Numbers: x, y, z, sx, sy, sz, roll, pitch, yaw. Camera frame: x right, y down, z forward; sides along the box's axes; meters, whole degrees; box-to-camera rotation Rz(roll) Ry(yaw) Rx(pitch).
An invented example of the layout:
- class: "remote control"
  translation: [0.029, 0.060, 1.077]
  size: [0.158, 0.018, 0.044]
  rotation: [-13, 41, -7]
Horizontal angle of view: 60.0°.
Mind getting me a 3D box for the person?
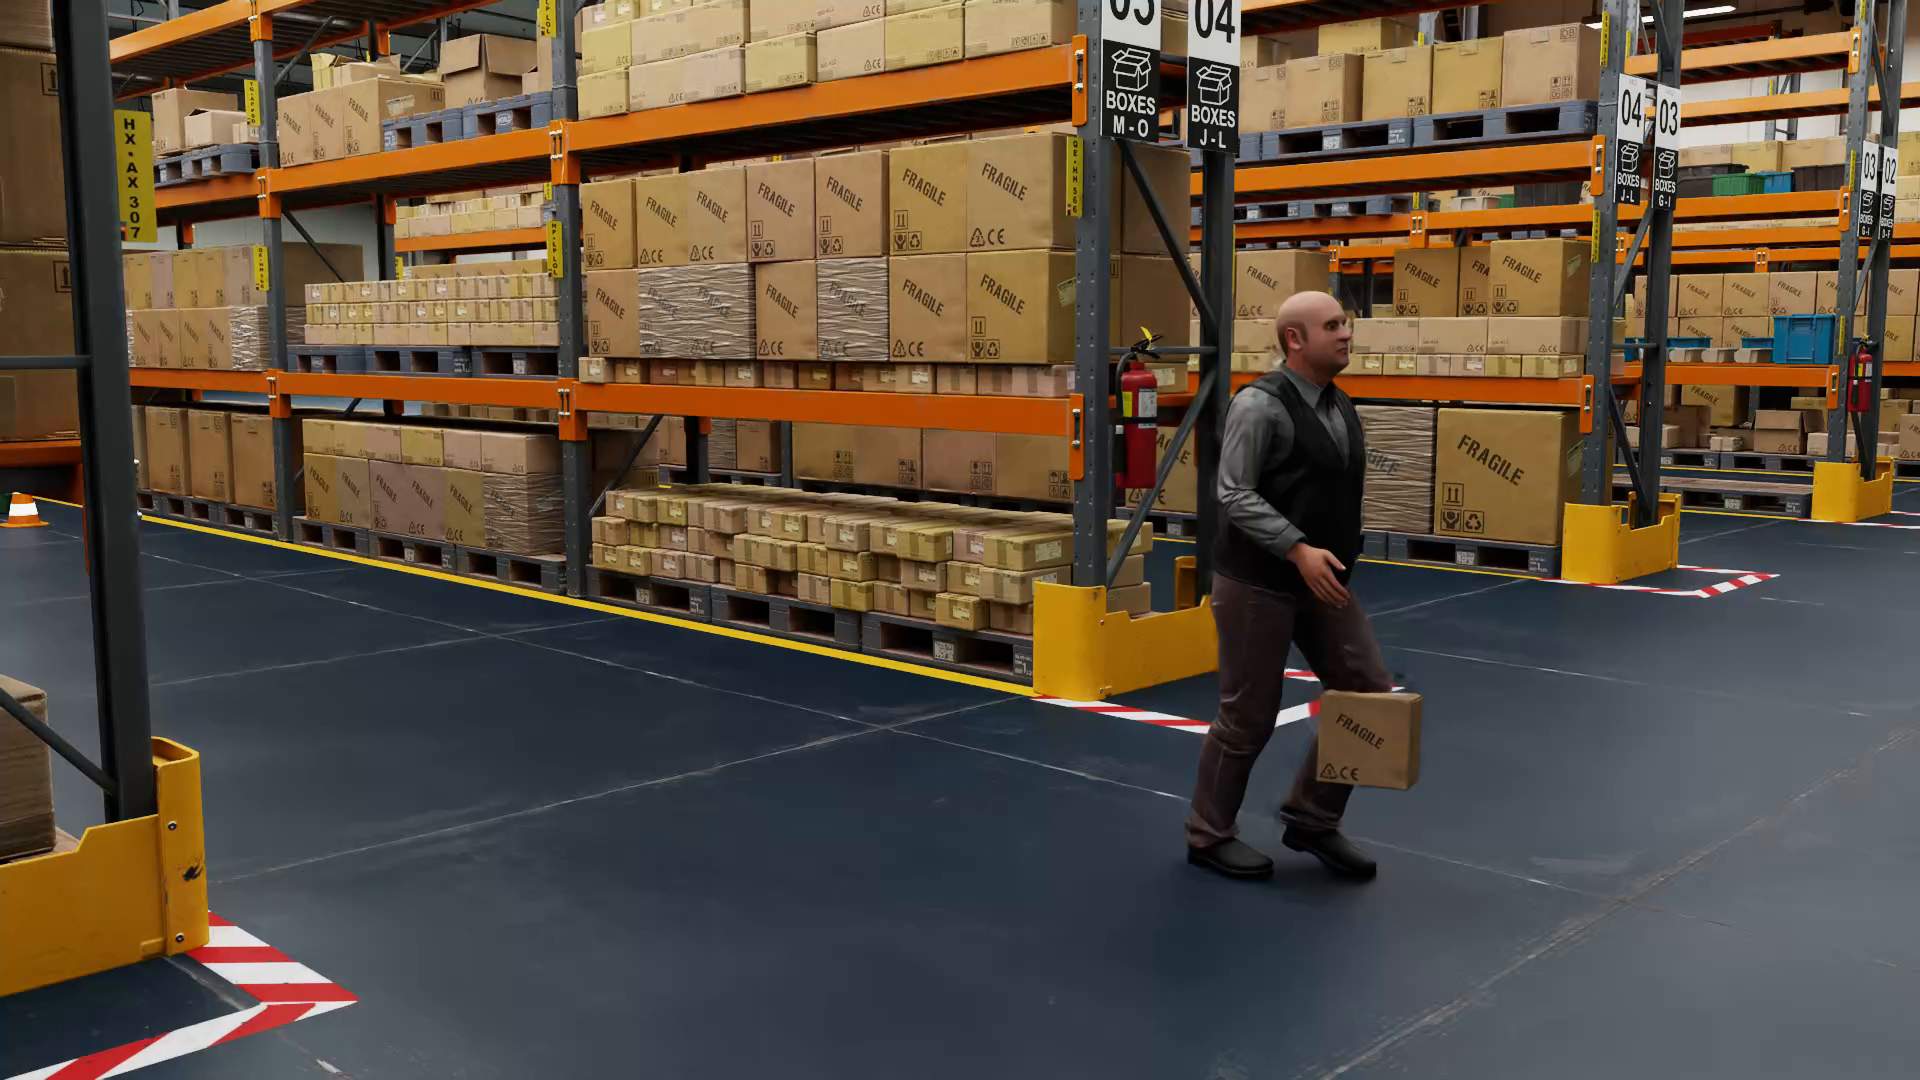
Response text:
- class: "person"
  translation: [0.966, 0.141, 4.800]
  size: [0.658, 1.697, 0.637]
  rotation: [-6, 9, -43]
